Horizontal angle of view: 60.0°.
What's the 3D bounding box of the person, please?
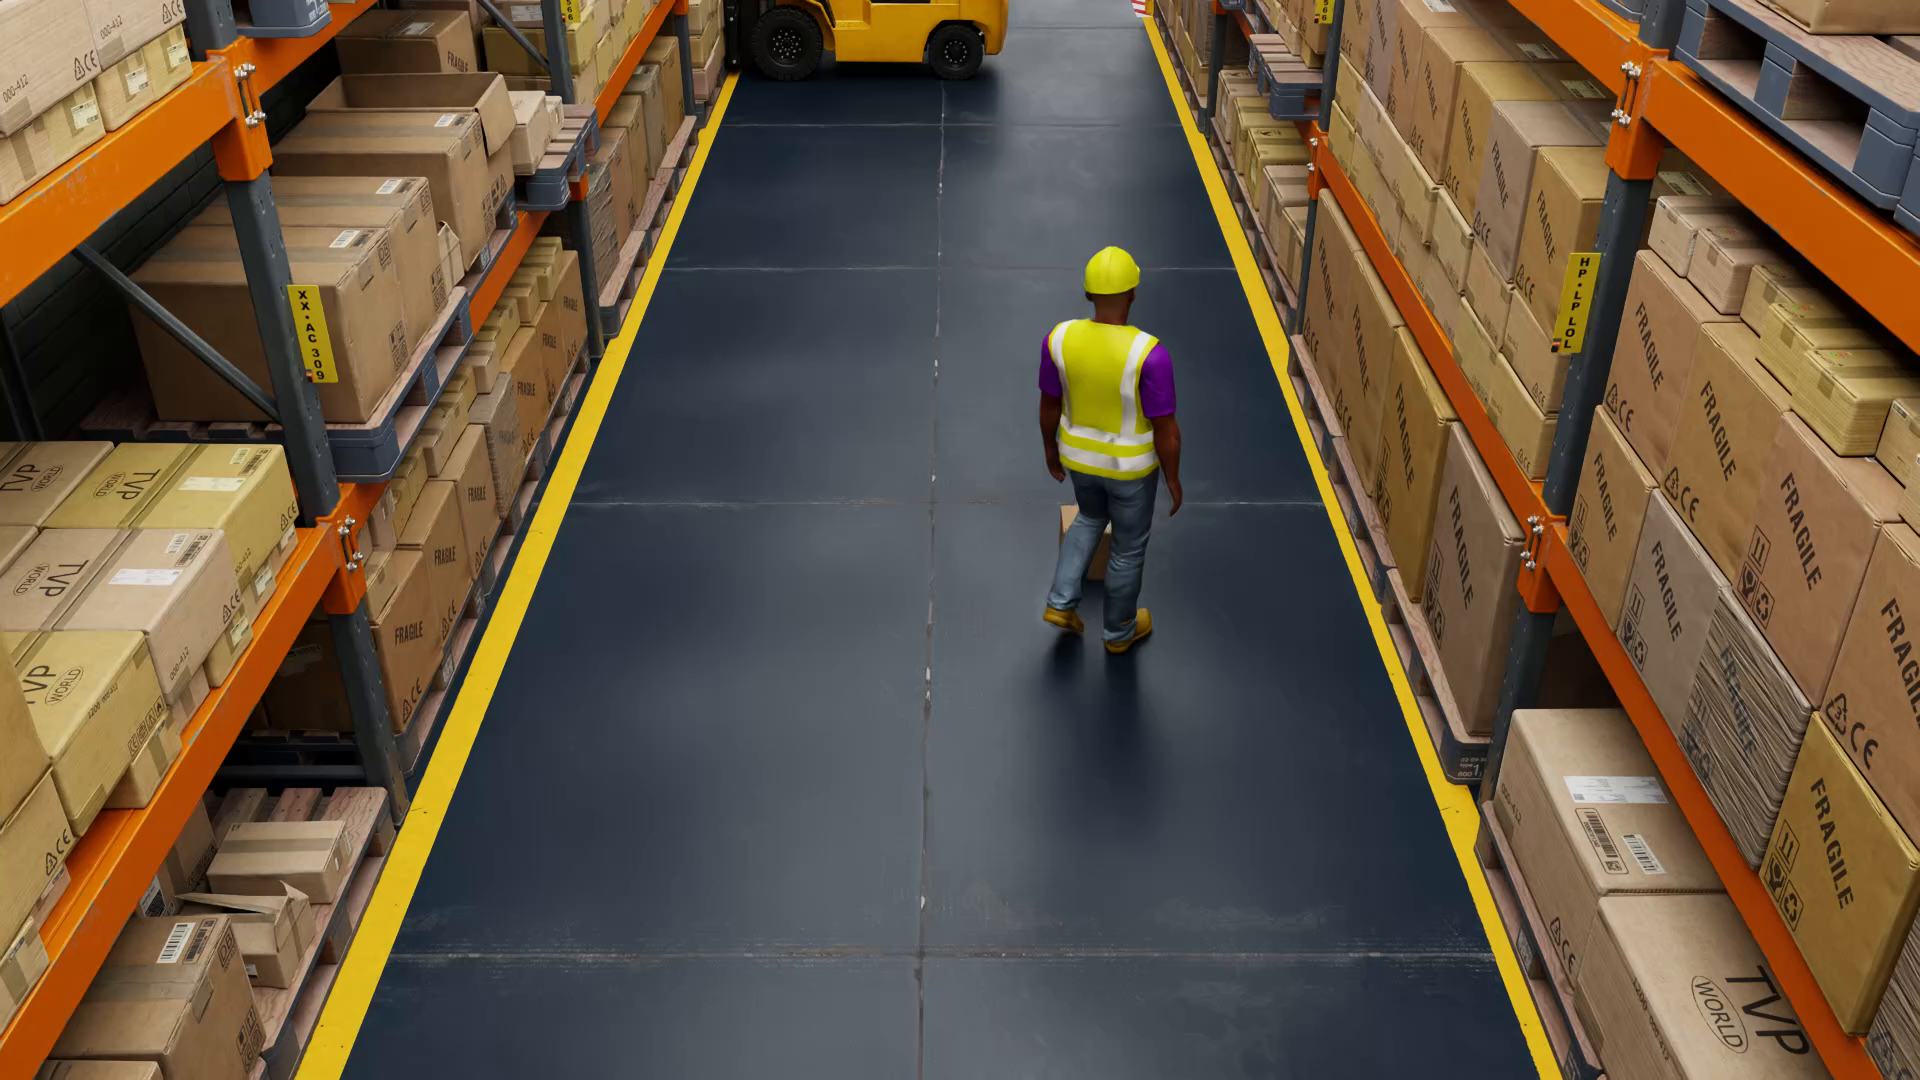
[{"bbox_3d":[0.621,-0.326,6.626,0.613,1.769,0.466,18,36,27],"label":"person"}]
